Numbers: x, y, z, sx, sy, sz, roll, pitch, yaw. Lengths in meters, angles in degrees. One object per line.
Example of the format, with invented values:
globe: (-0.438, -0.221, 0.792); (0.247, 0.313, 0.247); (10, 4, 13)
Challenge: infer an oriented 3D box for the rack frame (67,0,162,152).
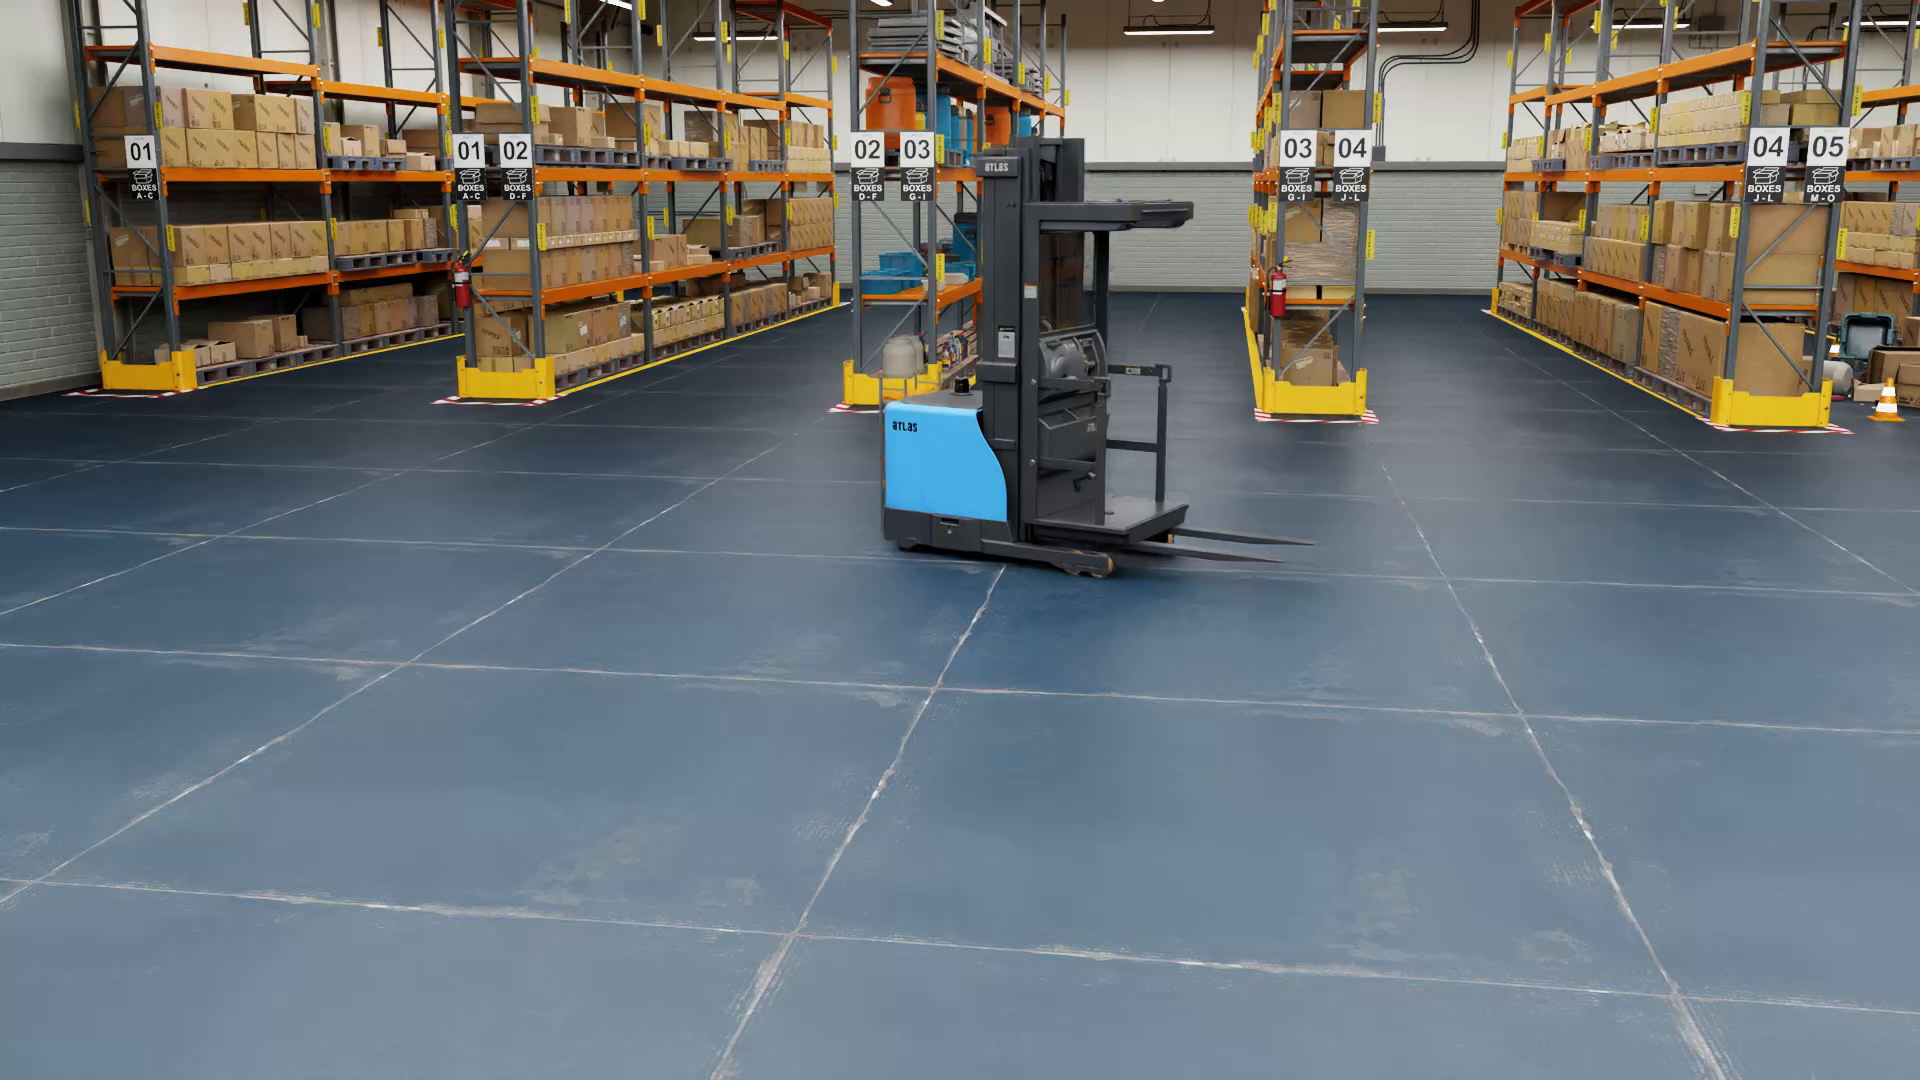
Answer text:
rack frame: (-10.567, -6.364, 20.662); (1.000, 3.000, 0.127); (2, 12, 9)

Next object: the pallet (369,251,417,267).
pallet: (-9.601, -4.589, 27.123); (1.003, 0.211, 1.213); (2, 12, 9)

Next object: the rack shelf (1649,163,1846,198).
rack shelf: (9.309, -4.299, 19.908); (1.077, 0.370, 4.000); (2, 12, 9)

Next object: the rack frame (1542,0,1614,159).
rack frame: (10.847, -8.198, 29.175); (1.000, 3.000, 0.127); (2, 12, 9)

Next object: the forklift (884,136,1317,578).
forklift: (0.971, -1.301, 11.572); (3.031, 2.935, 1.130); (7, 14, 30)

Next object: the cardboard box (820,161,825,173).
cardboard box: (-3.117, -7.776, 34.690); (0.500, 0.250, 0.500); (2, 12, 9)

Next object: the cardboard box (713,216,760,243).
cardboard box: (-4.163, -5.787, 30.991); (0.700, 0.500, 0.500); (4, 13, 18)

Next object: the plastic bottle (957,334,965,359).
plastic bottle: (-0.007, -2.679, 23.050); (0.144, 0.351, 0.185); (1, 12, 6)

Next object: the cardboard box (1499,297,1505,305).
cardboard box: (11.065, -4.811, 33.469); (0.380, 0.149, 0.250); (2, 12, 10)

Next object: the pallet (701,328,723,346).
pallet: (-4.607, -3.403, 27.784); (1.003, 0.211, 1.213); (2, 12, 9)

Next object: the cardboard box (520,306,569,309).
cardboard box: (-5.666, -2.933, 22.733); (0.500, 0.500, 0.500); (2, 12, 9)

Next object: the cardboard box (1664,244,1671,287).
cardboard box: (9.510, -3.481, 21.171); (0.875, 0.550, 0.550); (2, 12, 9)

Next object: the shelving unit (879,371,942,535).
shelving unit: (-0.373, -0.663, 12.724); (0.258, 1.200, 0.503); (7, 14, 30)

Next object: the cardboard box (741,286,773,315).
cardboard box: (-3.781, -4.443, 30.880); (0.500, 0.500, 0.500); (2, 12, 9)

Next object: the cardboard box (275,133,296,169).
cardboard box: (-9.876, -5.571, 23.817); (0.500, 0.500, 0.500); (1, 12, 4)

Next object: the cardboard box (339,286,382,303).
cardboard box: (-9.714, -3.977, 26.938); (0.500, 0.250, 0.500); (2, 12, 7)

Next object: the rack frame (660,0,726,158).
rack frame: (-4.441, -7.869, 27.648); (1.000, 3.000, 0.127); (2, 12, 9)

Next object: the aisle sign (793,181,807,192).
aisle sign: (-3.491, -7.896, 35.843); (0.394, 0.787, 0.004); (2, 12, 9)

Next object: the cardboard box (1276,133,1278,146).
cardboard box: (3.955, -4.769, 19.793); (0.380, 0.149, 0.250); (2, 12, 9)

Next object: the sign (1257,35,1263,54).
sign: (5.417, -8.937, 30.011); (0.100, 0.325, 0.005); (2, 12, 9)

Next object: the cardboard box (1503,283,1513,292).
cardboard box: (10.957, -4.993, 32.901); (0.380, 0.149, 0.250); (2, 12, 8)

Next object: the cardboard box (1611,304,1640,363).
cardboard box: (9.623, -2.838, 22.886); (1.050, 0.750, 0.750); (2, 12, 8)

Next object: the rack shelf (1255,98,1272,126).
rack shelf: (6.269, -8.249, 32.068); (1.077, 0.370, 4.000); (2, 12, 9)

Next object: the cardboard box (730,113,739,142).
cardboard box: (-4.211, -7.244, 29.254); (0.500, 0.500, 0.500); (2, 12, 9)

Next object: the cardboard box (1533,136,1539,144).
cardboard box: (10.652, -7.280, 30.255); (0.380, 0.149, 0.250); (2, 12, 9)

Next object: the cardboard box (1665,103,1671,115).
cardboard box: (9.187, -5.470, 21.104); (0.380, 0.149, 0.250); (2, 12, 8)

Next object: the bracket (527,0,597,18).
bracket: (-8.658, -11.406, 35.516); (0.076, 0.066, 4.783); (2, 12, 9)

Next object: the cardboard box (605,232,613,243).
cardboard box: (-5.045, -4.195, 23.060); (0.380, 0.149, 0.250); (2, 12, 8)

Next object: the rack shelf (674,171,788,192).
rack shelf: (-4.134, -6.468, 29.972); (1.077, 0.370, 4.000); (2, 12, 9)

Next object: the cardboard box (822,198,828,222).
cardboard box: (-3.085, -6.933, 34.932); (0.500, 0.500, 0.500); (2, 12, 10)

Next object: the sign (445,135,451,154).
sign: (-8.801, -6.797, 28.567); (0.100, 0.325, 0.005); (2, 12, 9)

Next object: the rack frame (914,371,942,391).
rack frame: (-0.248, -0.708, 12.928); (0.240, 1.200, 0.015); (7, 14, 30)

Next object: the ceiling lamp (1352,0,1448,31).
ceiling lamp: (9.495, -12.543, 35.479); (2.000, 3.185, 0.800); (2, 12, 9)

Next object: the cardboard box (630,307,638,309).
cardboard box: (-5.204, -3.441, 25.540); (0.500, 0.311, 0.500); (2, 12, 10)

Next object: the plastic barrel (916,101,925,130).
plastic barrel: (-0.728, -5.115, 20.544); (0.600, 0.588, 0.600); (0, 12, 0)

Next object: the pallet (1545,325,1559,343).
pallet: (10.544, -3.486, 28.167); (1.003, 0.211, 1.213); (2, 12, 9)

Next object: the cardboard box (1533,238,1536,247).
cardboard box: (10.295, -5.223, 29.209); (0.380, 0.149, 0.250); (2, 12, 10)

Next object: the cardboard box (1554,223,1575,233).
cardboard box: (10.016, -5.136, 27.391); (0.380, 0.149, 0.250); (2, 12, 9)

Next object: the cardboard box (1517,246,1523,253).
cardboard box: (10.829, -5.538, 31.666); (0.380, 0.149, 0.250); (2, 12, 10)

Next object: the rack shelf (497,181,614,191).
rack shelf: (-8.414, -7.460, 34.576); (1.077, 0.370, 4.000); (2, 12, 9)

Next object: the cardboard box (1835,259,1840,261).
cardboard box: (15.425, -4.970, 28.791); (0.500, 0.250, 0.500); (2, 12, 7)

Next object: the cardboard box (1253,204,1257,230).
cardboard box: (6.086, -6.416, 33.012); (0.500, 0.500, 0.500); (2, 12, 7)

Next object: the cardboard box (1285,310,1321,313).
cardboard box: (5.110, -3.234, 25.267); (0.700, 0.500, 0.500); (3, 13, 13)

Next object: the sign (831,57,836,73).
sign: (-2.666, -10.046, 35.157); (0.100, 0.325, 0.005); (2, 12, 9)

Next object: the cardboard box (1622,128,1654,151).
cardboard box: (9.669, -5.649, 23.445); (0.500, 0.311, 0.500); (1, 12, 7)

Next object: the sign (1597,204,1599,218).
sign: (11.396, -5.815, 29.605); (0.100, 0.325, 0.005); (2, 12, 9)

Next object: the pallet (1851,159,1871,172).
pallet: (15.661, -6.307, 27.972); (0.805, 0.209, 1.217); (1, 12, 6)

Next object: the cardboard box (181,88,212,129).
cardboard box: (-10.141, -5.620, 21.672); (0.500, 0.500, 0.500); (2, 12, 8)

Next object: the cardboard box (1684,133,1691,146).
cardboard box: (9.031, -4.868, 20.205); (0.380, 0.149, 0.250); (2, 12, 9)

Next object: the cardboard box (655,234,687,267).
cardboard box: (-4.683, -4.636, 26.646); (0.500, 0.500, 0.500); (1, 12, 6)

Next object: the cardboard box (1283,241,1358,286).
cardboard box: (4.228, -3.257, 19.545); (0.875, 0.500, 0.500); (2, 12, 9)

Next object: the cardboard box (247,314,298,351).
cardboard box: (-10.072, -3.039, 24.366); (0.500, 0.500, 0.500); (1, 12, 4)

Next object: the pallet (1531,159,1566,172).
pallet: (10.647, -6.515, 28.931); (1.213, 0.211, 1.003); (2, 12, 9)

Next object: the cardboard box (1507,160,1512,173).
cardboard box: (11.141, -7.406, 32.976); (0.500, 0.250, 0.500); (2, 12, 11)

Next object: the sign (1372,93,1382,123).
sign: (4.652, -4.826, 18.570); (0.100, 0.325, 0.005); (2, 12, 9)
